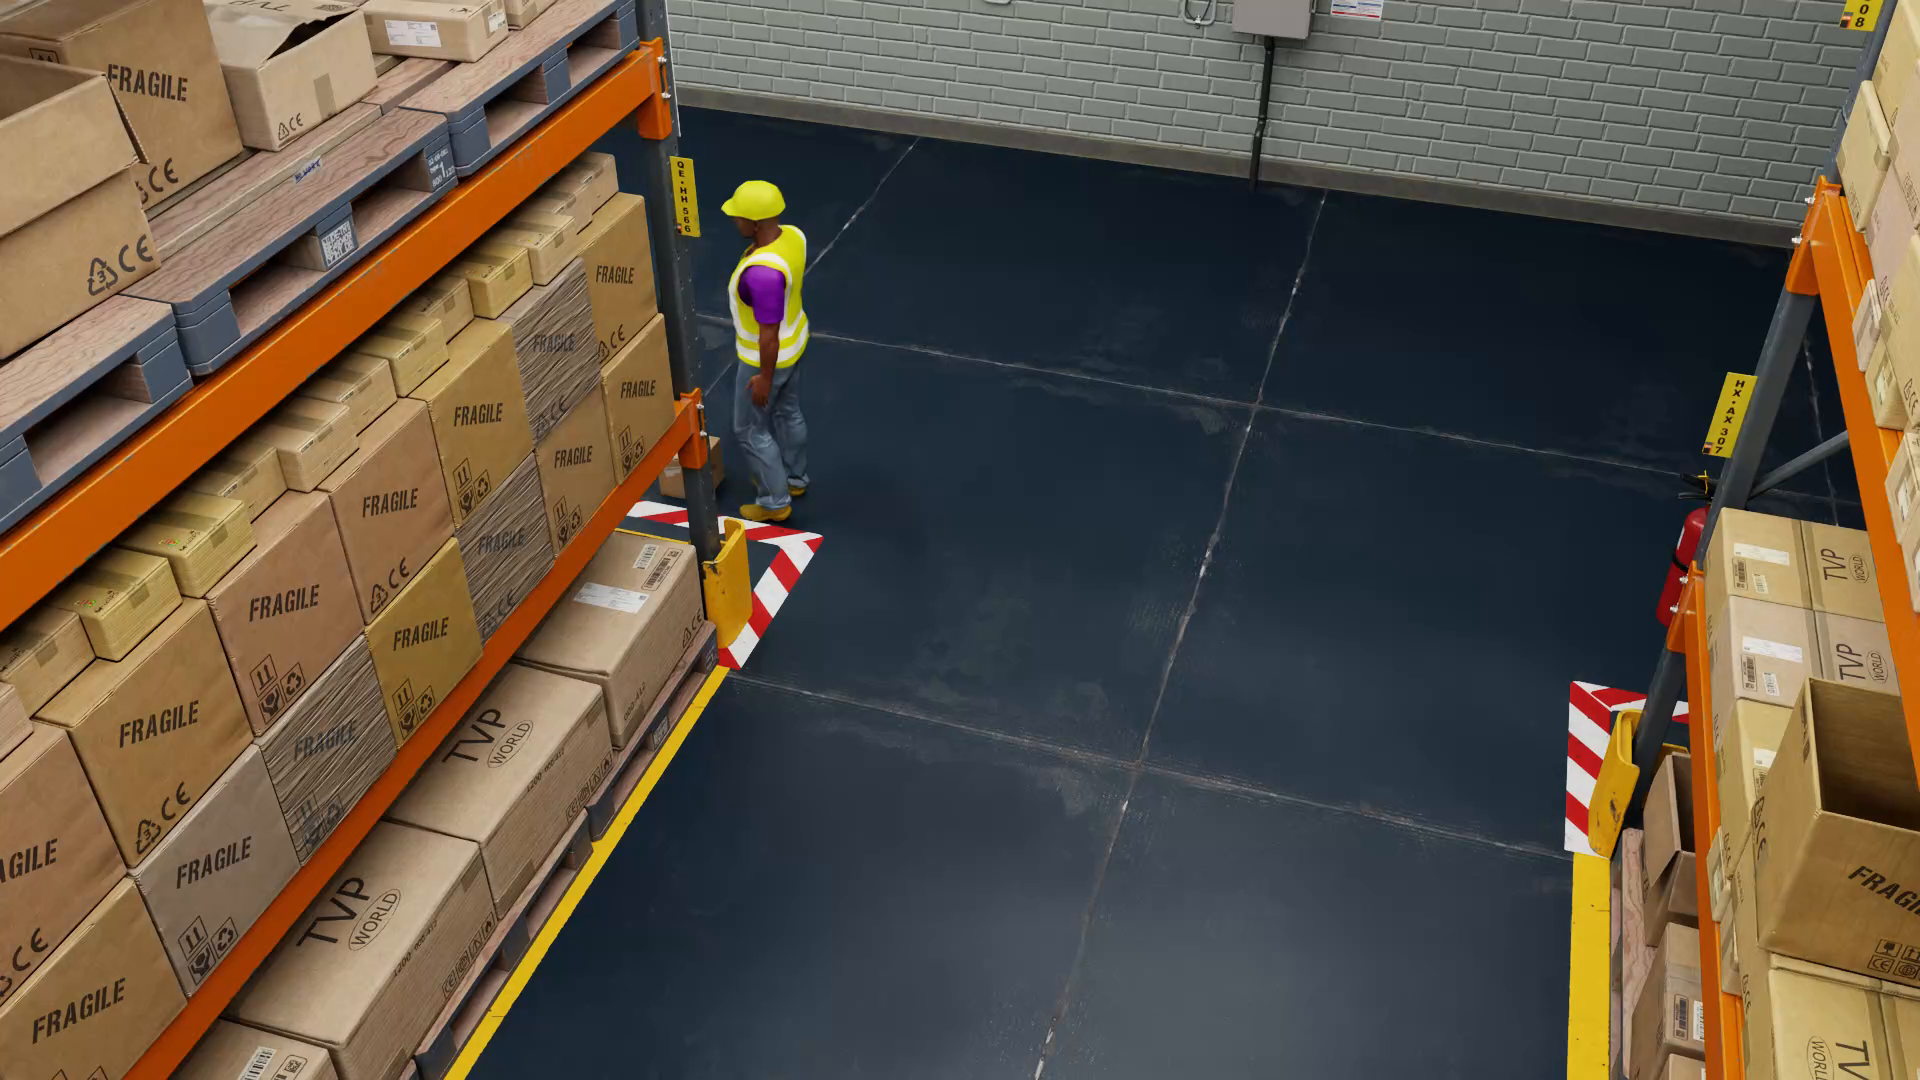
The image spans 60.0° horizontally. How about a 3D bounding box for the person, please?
[{"bbox_3d":[-0.930,-0.927,8.118,0.379,1.796,0.600,7,37,10],"label":"person"}]
